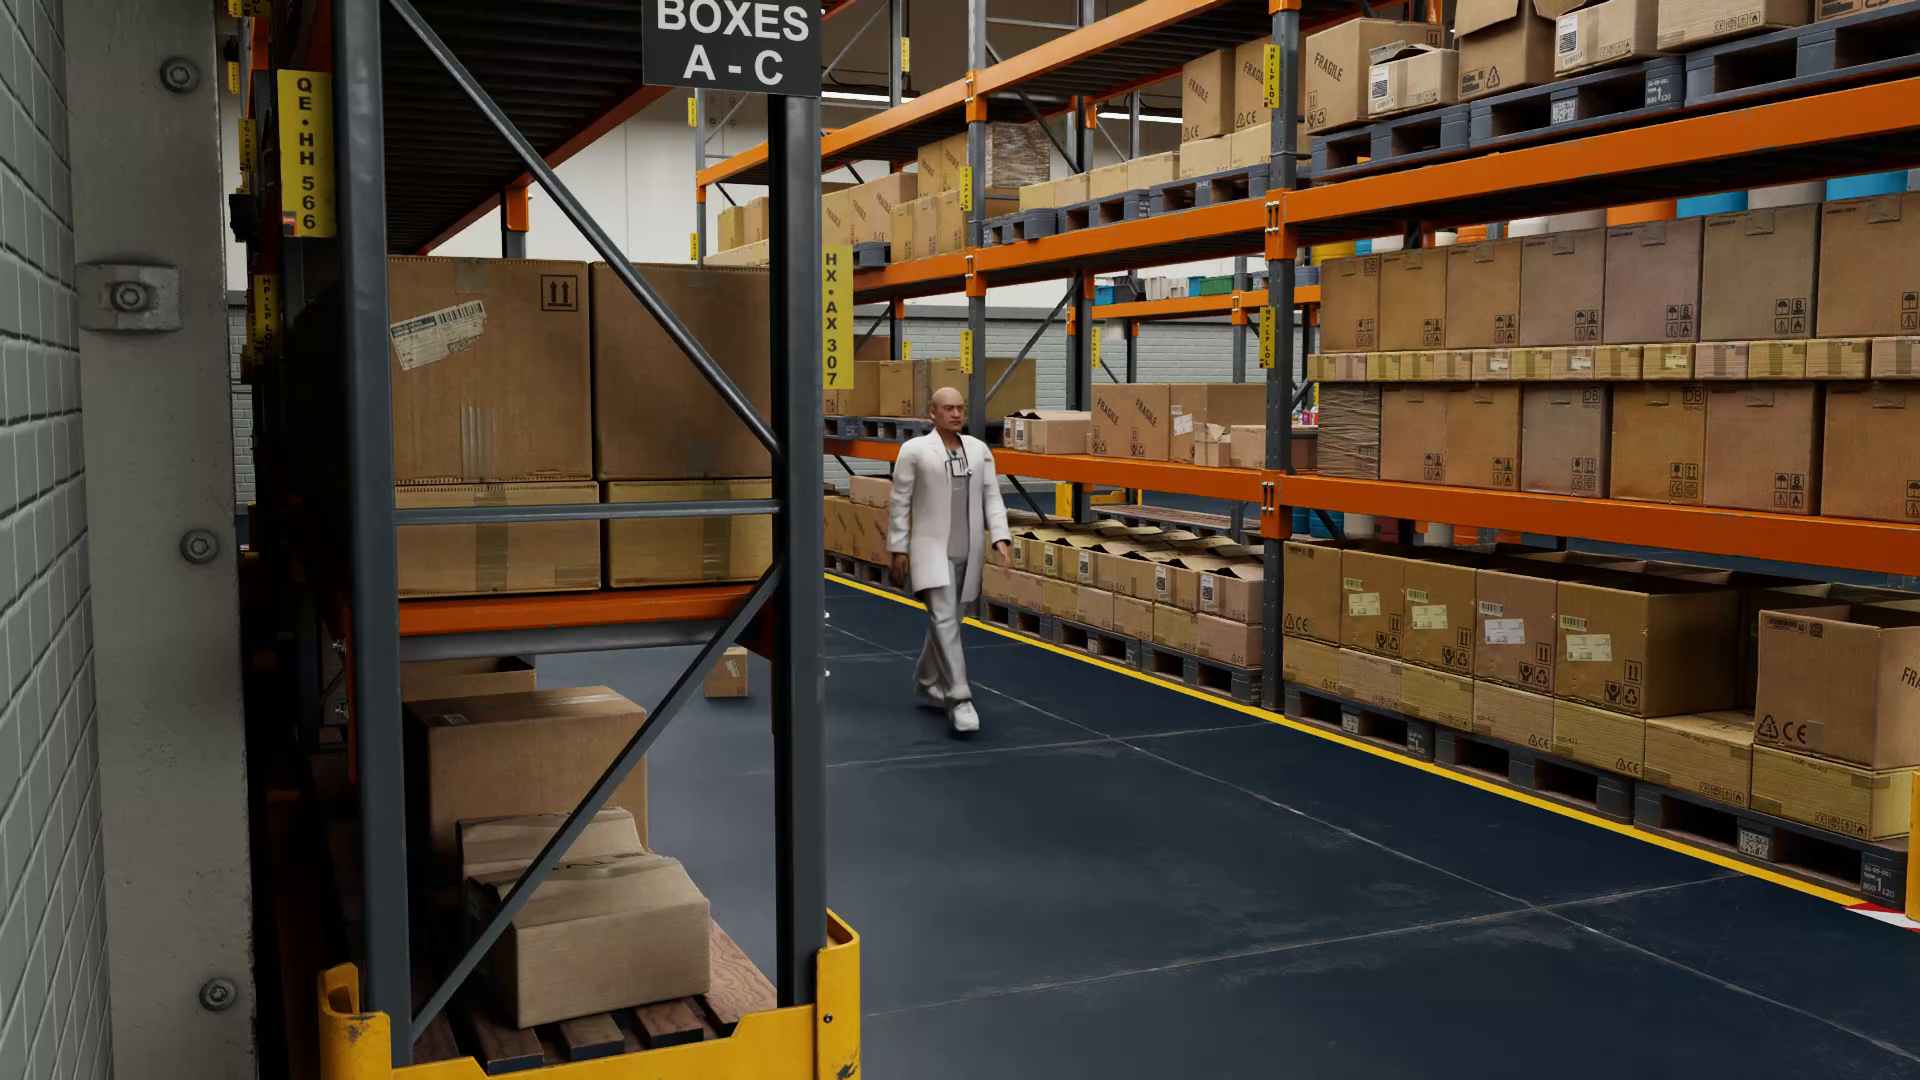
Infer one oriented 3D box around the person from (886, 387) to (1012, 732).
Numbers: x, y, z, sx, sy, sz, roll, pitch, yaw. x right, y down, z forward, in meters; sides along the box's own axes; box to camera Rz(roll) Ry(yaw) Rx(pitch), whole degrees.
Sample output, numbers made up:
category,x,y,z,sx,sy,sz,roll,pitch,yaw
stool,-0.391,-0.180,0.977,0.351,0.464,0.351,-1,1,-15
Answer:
category,x,y,z,sx,sy,sz,roll,pitch,yaw
person,-0.021,0.063,8.781,0.602,1.732,1.052,-3,6,-28
